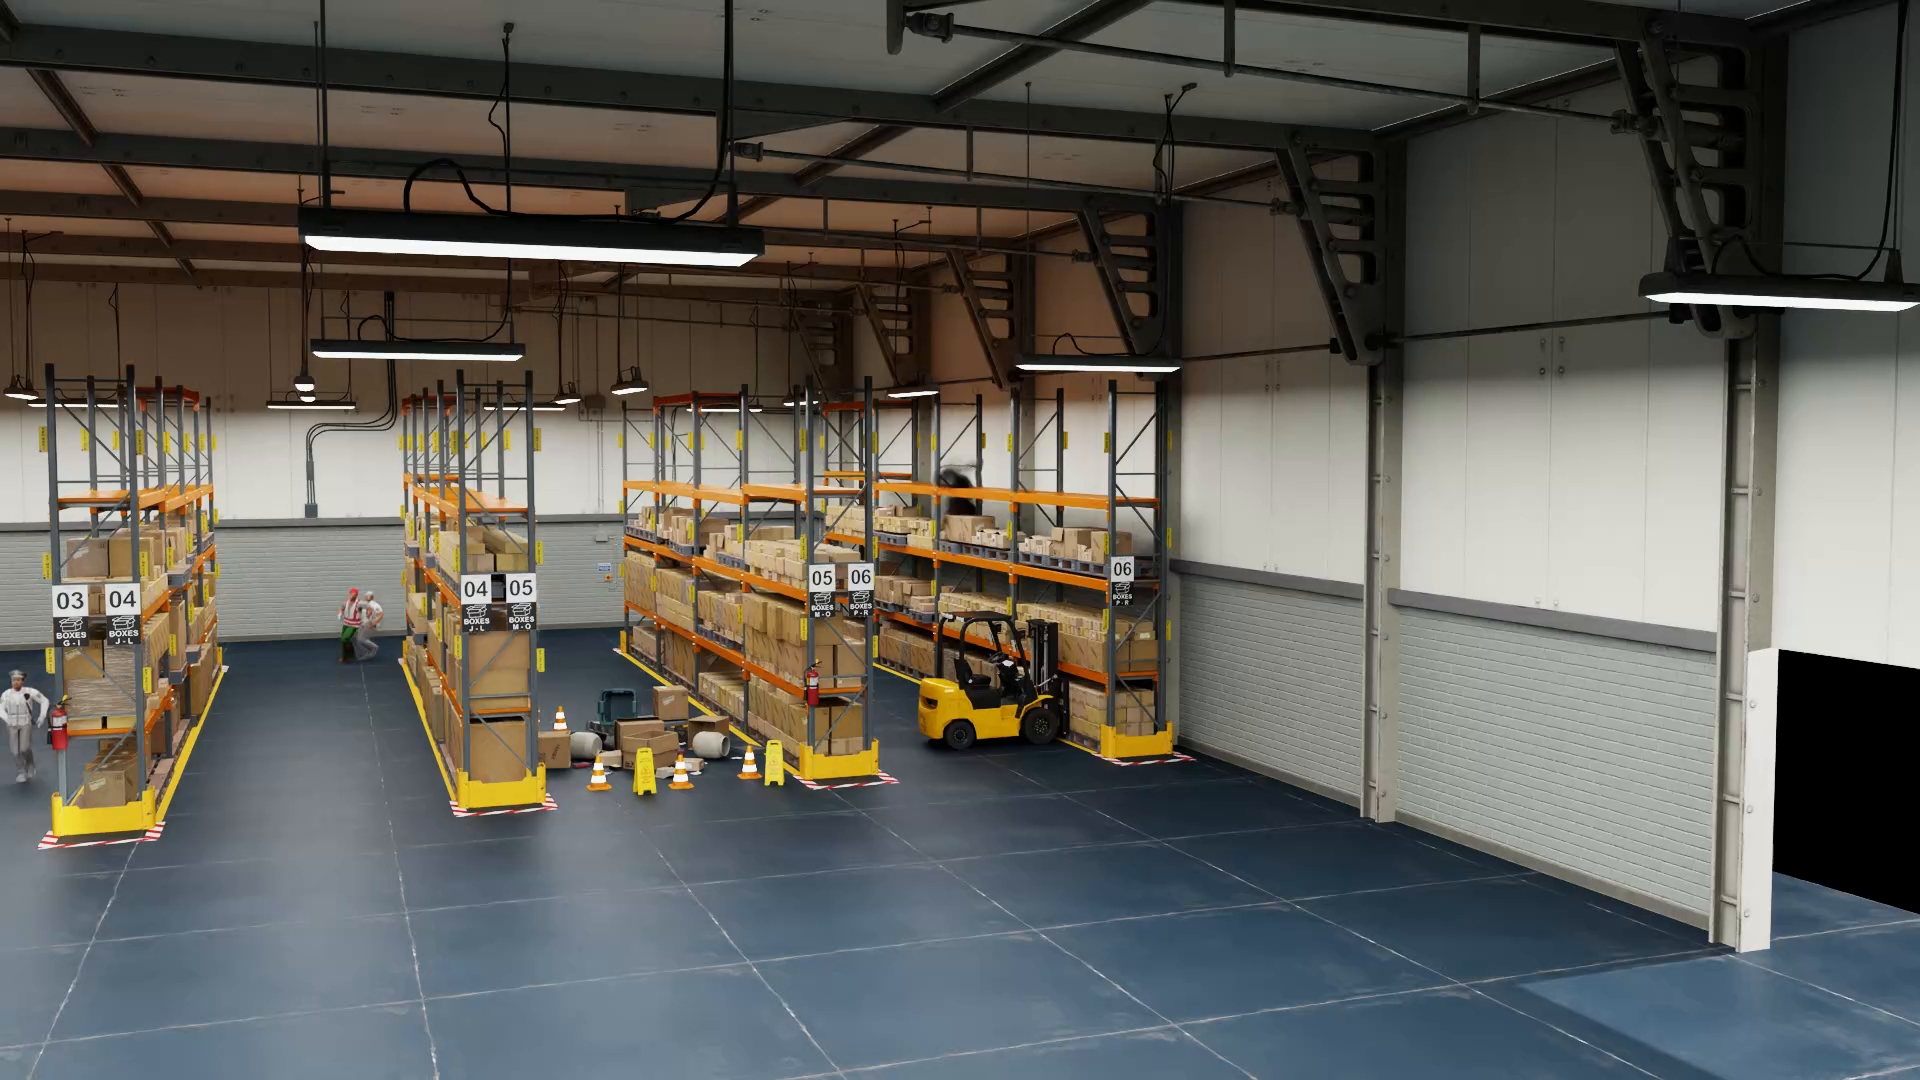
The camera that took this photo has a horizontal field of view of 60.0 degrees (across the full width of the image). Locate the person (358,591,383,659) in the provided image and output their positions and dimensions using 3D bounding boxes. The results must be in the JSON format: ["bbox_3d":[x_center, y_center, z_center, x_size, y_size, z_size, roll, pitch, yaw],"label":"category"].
[{"bbox_3d":[-13.623,1.972,38.223,0.665,1.608,0.489,3,4,40],"label":"person"}]

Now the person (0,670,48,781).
[{"bbox_3d":[-13.829,2.737,24.471,0.616,1.663,0.604,-1,3,-17],"label":"person"}]

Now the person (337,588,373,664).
[{"bbox_3d":[-13.818,1.950,37.802,0.790,1.737,0.729,1,4,19],"label":"person"}]
